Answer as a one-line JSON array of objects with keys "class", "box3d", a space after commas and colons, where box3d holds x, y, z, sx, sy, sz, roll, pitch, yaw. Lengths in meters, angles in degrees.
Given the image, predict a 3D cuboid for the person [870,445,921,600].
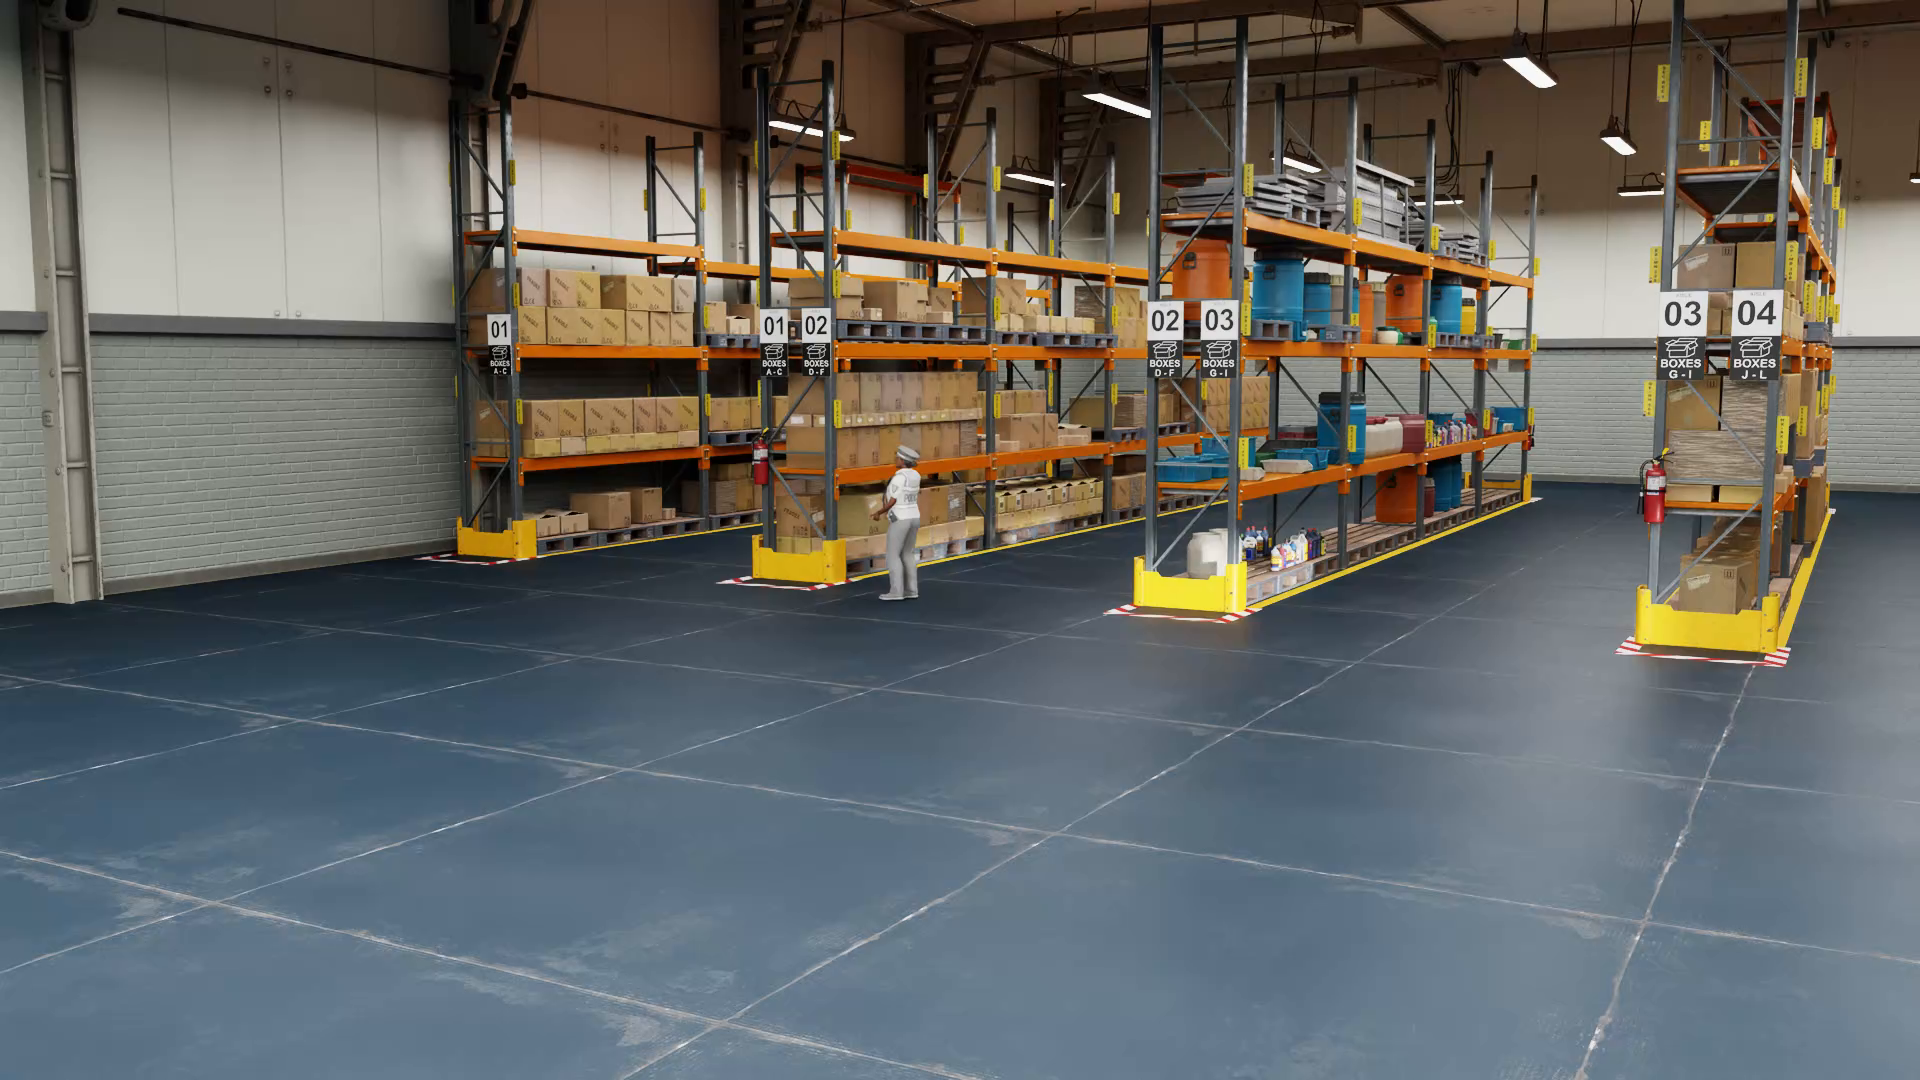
[{"class": "person", "box3d": [-0.683, -0.194, 18.068, 0.540, 1.688, 0.450, 3, 7, 29]}]
